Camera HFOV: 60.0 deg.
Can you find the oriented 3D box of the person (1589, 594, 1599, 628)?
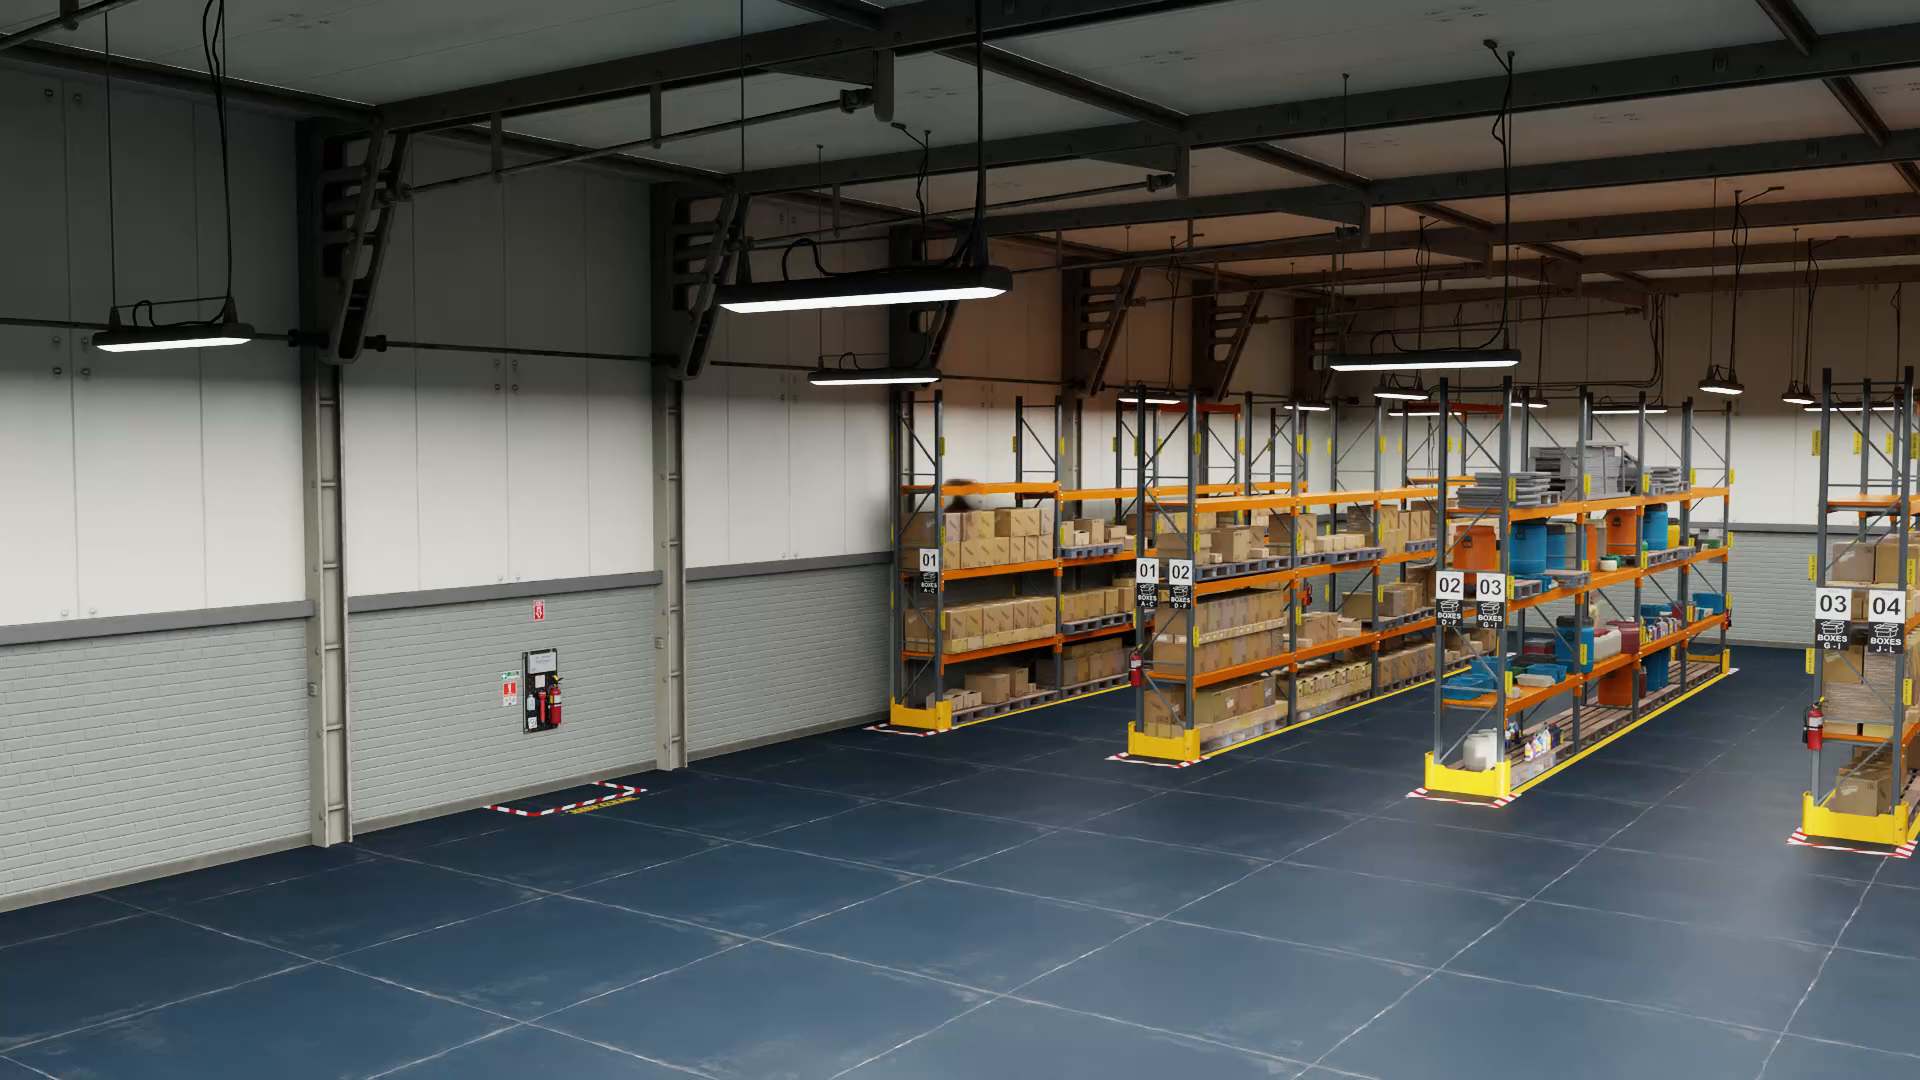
[{"bbox_3d":[14.370,2.038,38.037,0.457,1.613,1.039,2,4,32],"label":"person"}]
